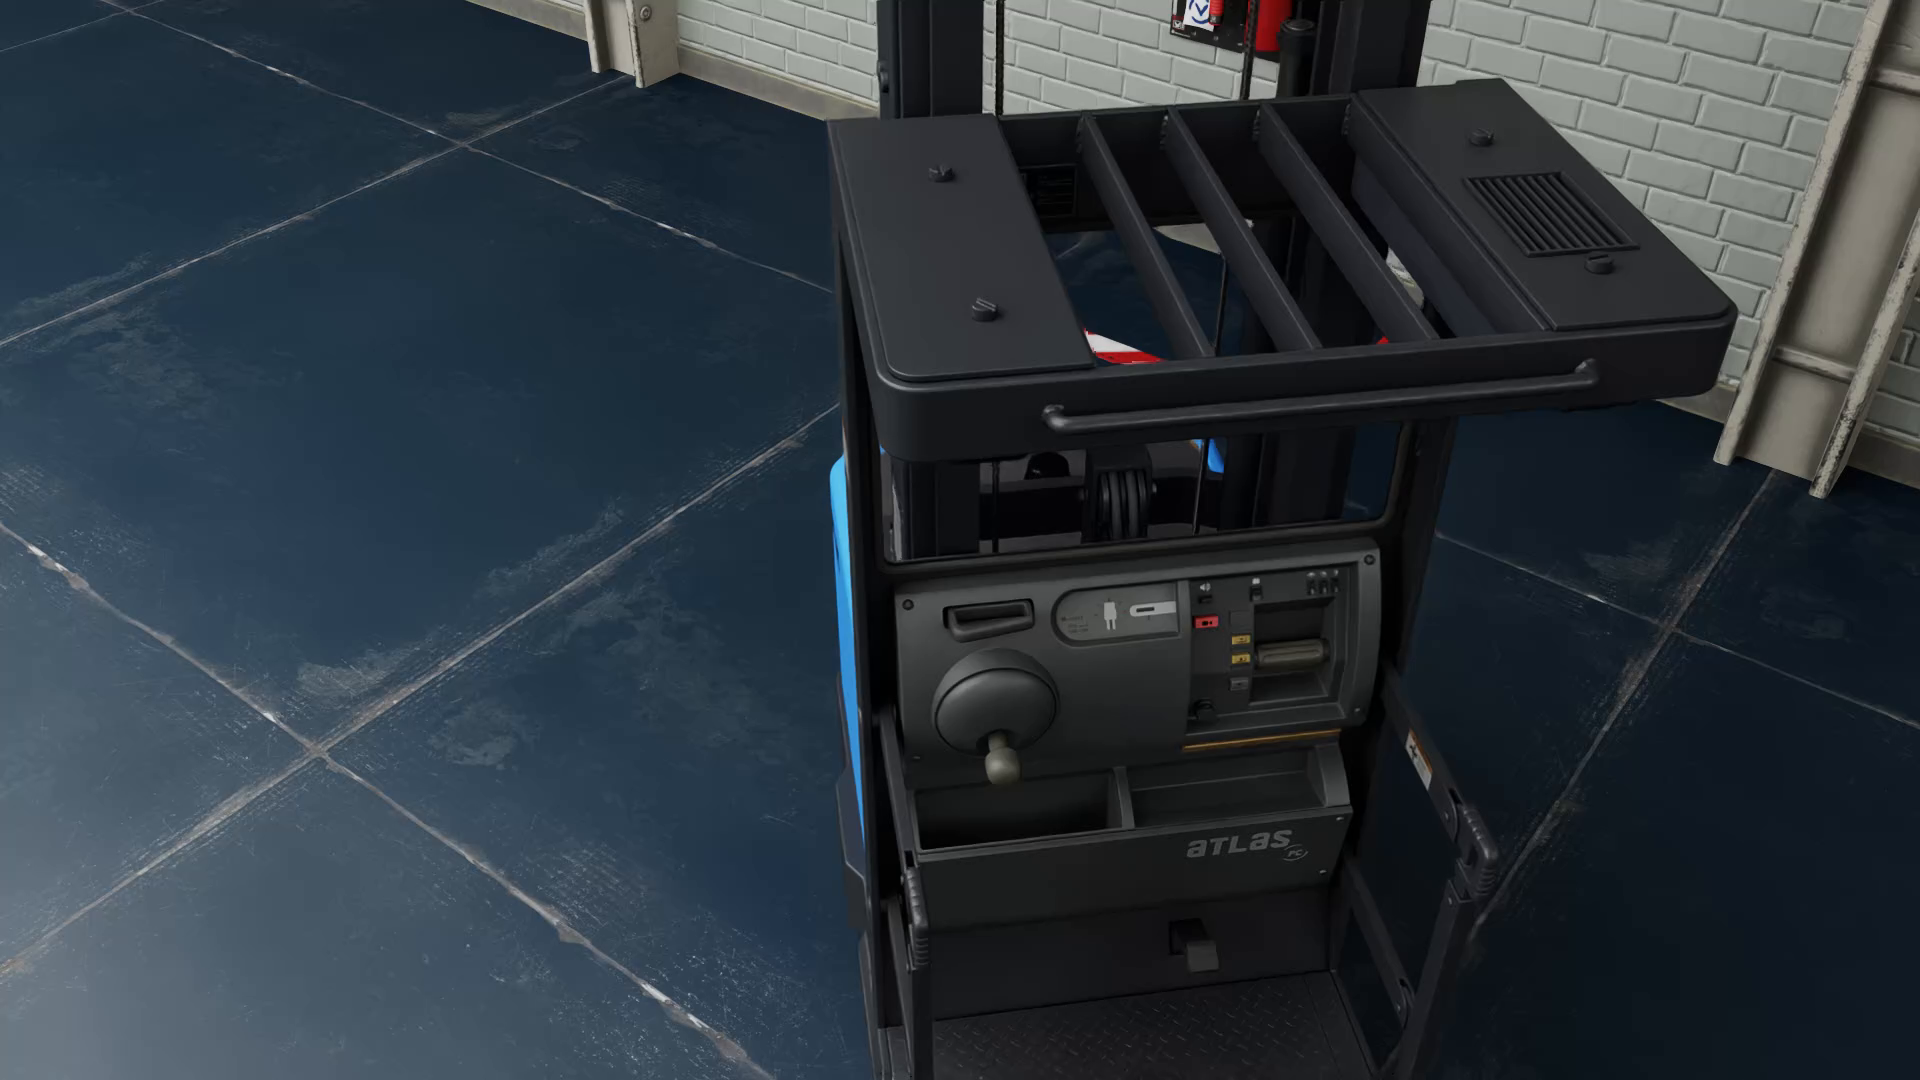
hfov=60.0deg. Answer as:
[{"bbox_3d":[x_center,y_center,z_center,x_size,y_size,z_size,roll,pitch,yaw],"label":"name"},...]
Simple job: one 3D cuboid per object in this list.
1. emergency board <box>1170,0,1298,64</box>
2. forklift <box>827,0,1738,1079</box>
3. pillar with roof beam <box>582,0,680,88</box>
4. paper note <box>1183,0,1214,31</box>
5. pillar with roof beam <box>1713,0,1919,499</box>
[{"bbox_3d":[1.083,-2.419,6.406,0.643,1.169,0.194,25,45,29],"label":"emergency board"},{"bbox_3d":[0.378,0.305,2.983,1.130,2.935,3.031,-5,38,-7],"label":"forklift"},{"bbox_3d":[-4.359,-3.976,3.529,0.400,9.000,9.100,25,45,29],"label":"pillar with roof beam"},{"bbox_3d":[0.984,-2.172,6.806,0.142,0.148,0.016,25,45,29],"label":"paper note"},{"bbox_3d":[0.407,-1.729,0.658,0.400,9.000,9.100,25,45,29],"label":"pillar with roof beam"}]
